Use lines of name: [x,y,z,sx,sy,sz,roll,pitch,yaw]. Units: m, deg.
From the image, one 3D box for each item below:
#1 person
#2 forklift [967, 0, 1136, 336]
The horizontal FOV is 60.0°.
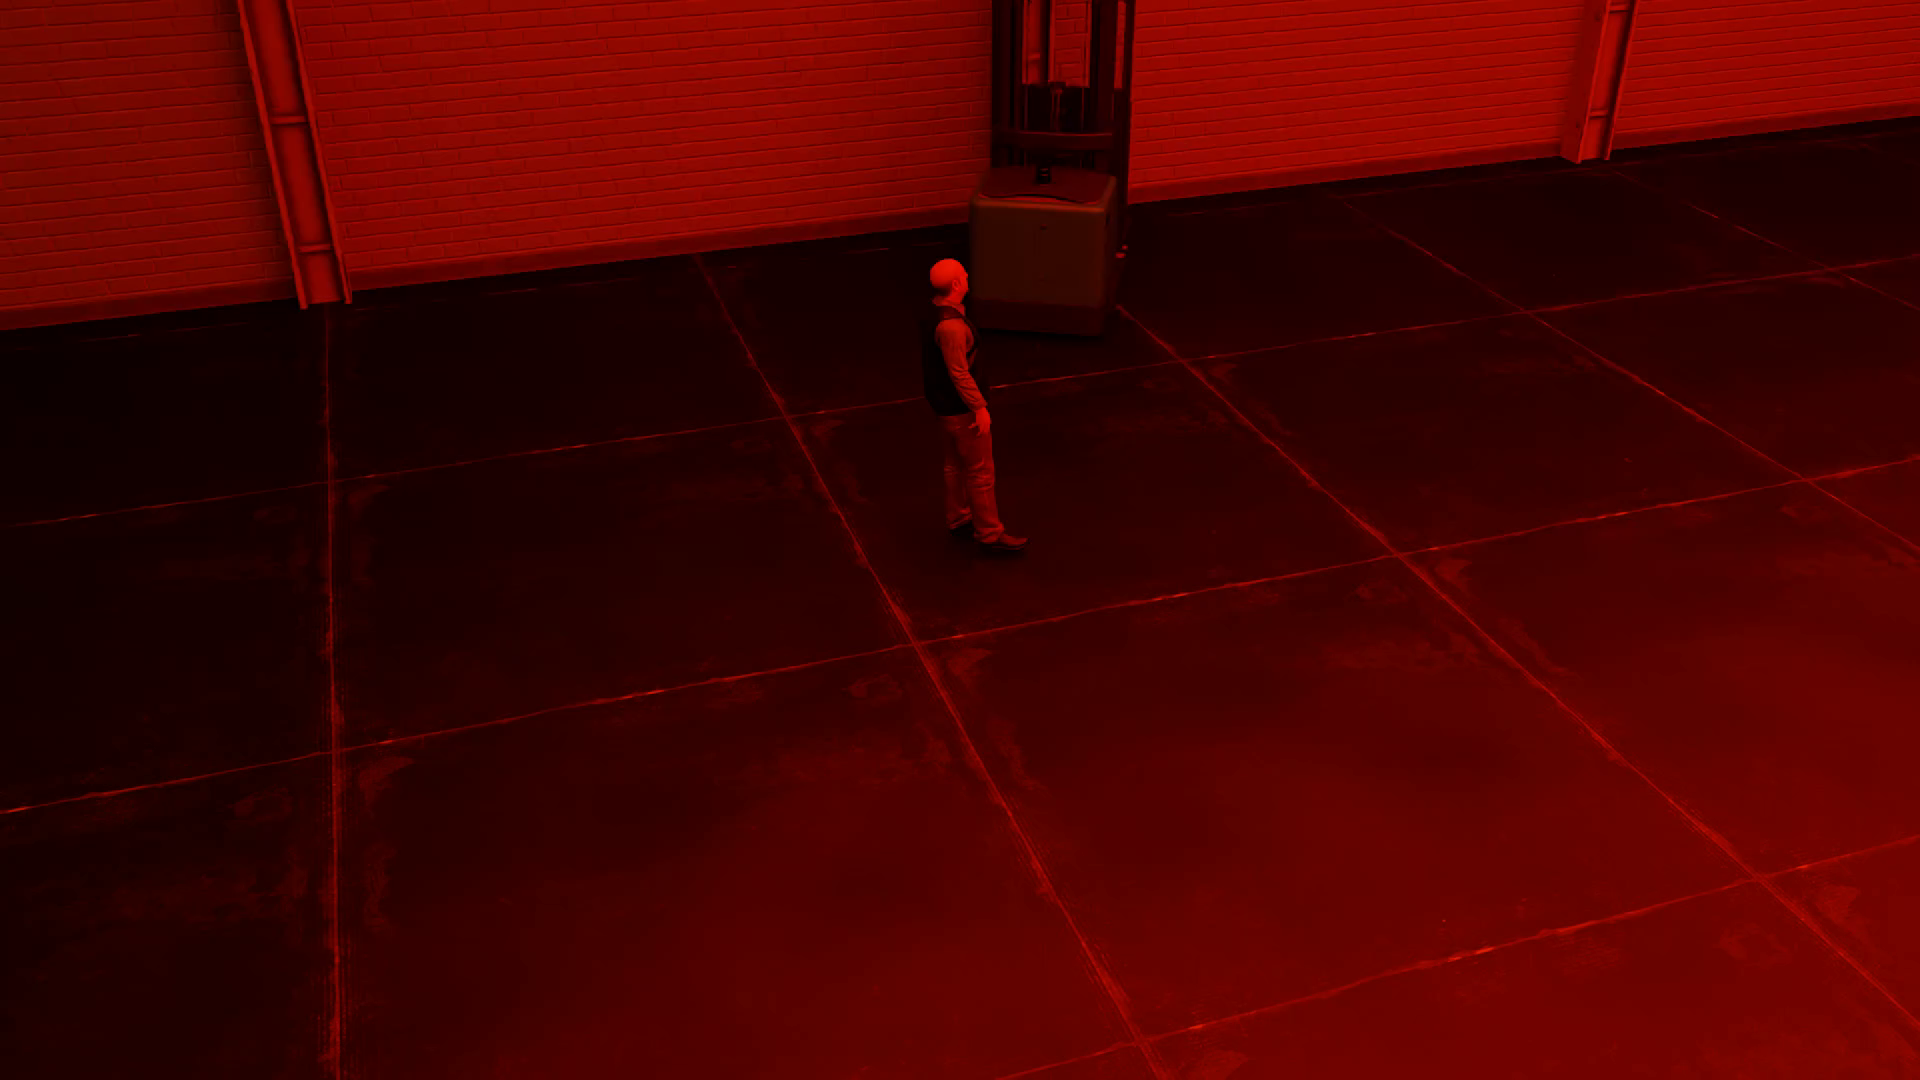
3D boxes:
person: [0.062,-0.794,9.585,0.566,1.722,0.633,-10,31,-16]
forklift: [0.834,-3.529,13.221,1.130,2.935,3.031,5,30,9]
